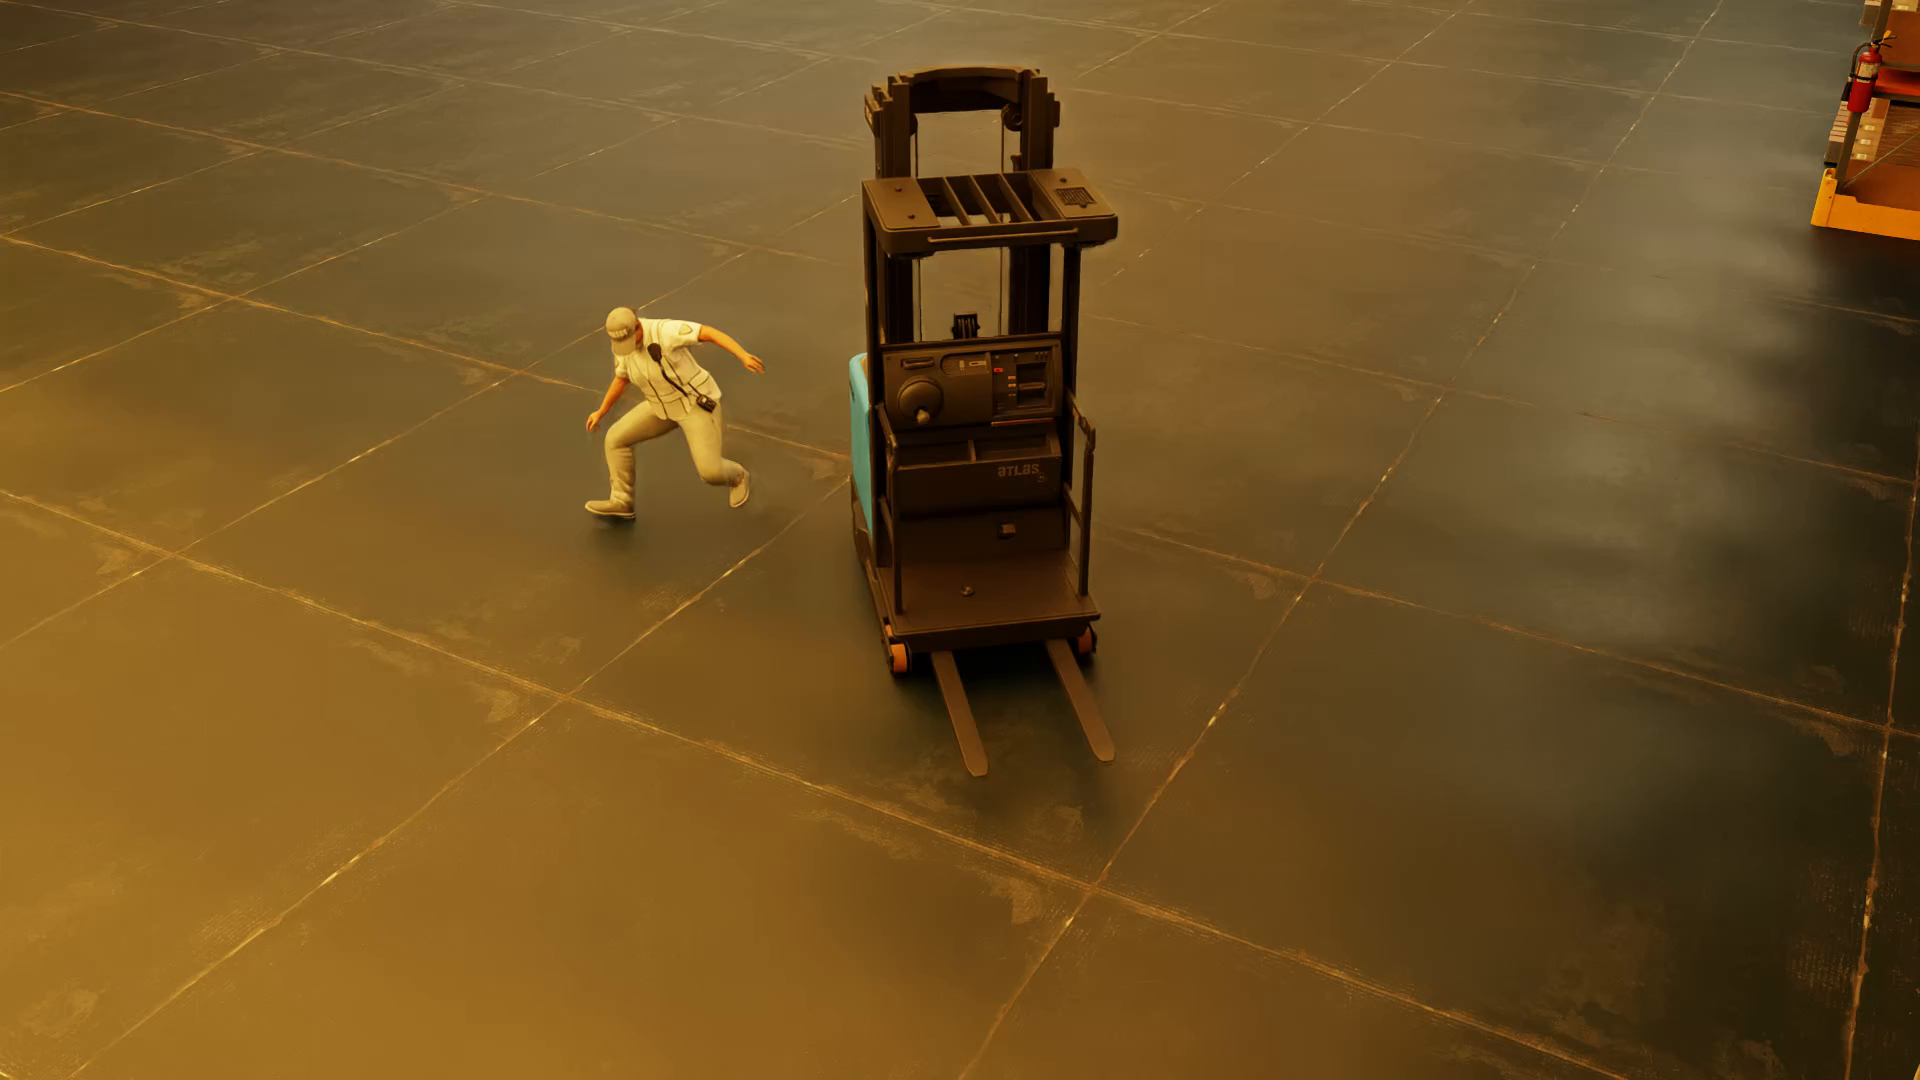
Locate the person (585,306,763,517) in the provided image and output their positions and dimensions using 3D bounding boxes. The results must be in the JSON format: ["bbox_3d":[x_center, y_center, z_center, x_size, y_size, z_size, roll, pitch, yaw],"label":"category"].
[{"bbox_3d":[-1.680,-0.746,9.908,1.096,1.395,0.710,17,34,27],"label":"person"}]

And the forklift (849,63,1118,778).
[{"bbox_3d":[0.113,-0.759,8.385,1.130,2.935,3.031,-5,30,-9],"label":"forklift"}]
